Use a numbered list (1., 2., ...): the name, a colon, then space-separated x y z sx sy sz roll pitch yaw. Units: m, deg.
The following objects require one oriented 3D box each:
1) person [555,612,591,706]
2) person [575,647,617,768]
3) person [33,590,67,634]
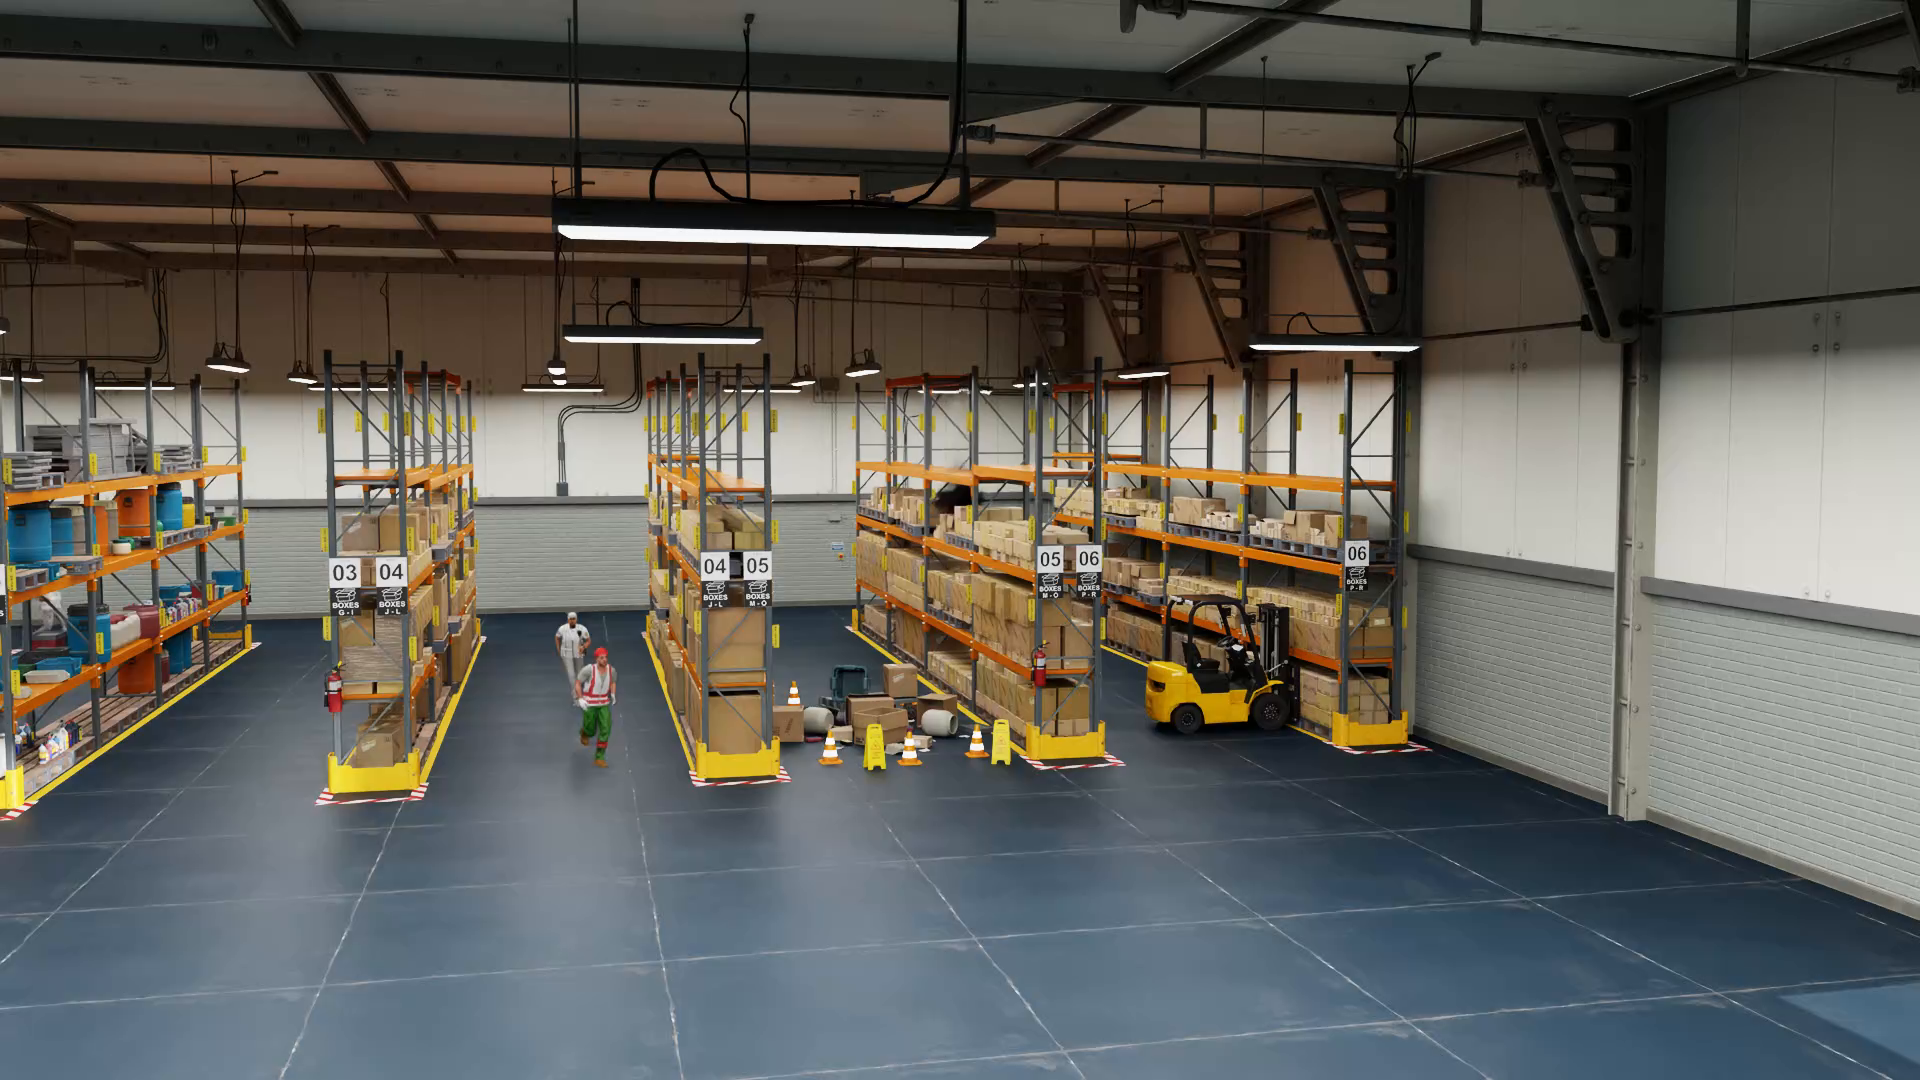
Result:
1. person: -6.962 2.116 29.943 0.630 1.653 0.895 -1 4 -16
2. person: -5.381 2.441 24.560 0.662 1.759 0.895 -3 5 -34
3. person: -20.198 1.540 36.962 1.008 1.757 0.711 1 4 9
